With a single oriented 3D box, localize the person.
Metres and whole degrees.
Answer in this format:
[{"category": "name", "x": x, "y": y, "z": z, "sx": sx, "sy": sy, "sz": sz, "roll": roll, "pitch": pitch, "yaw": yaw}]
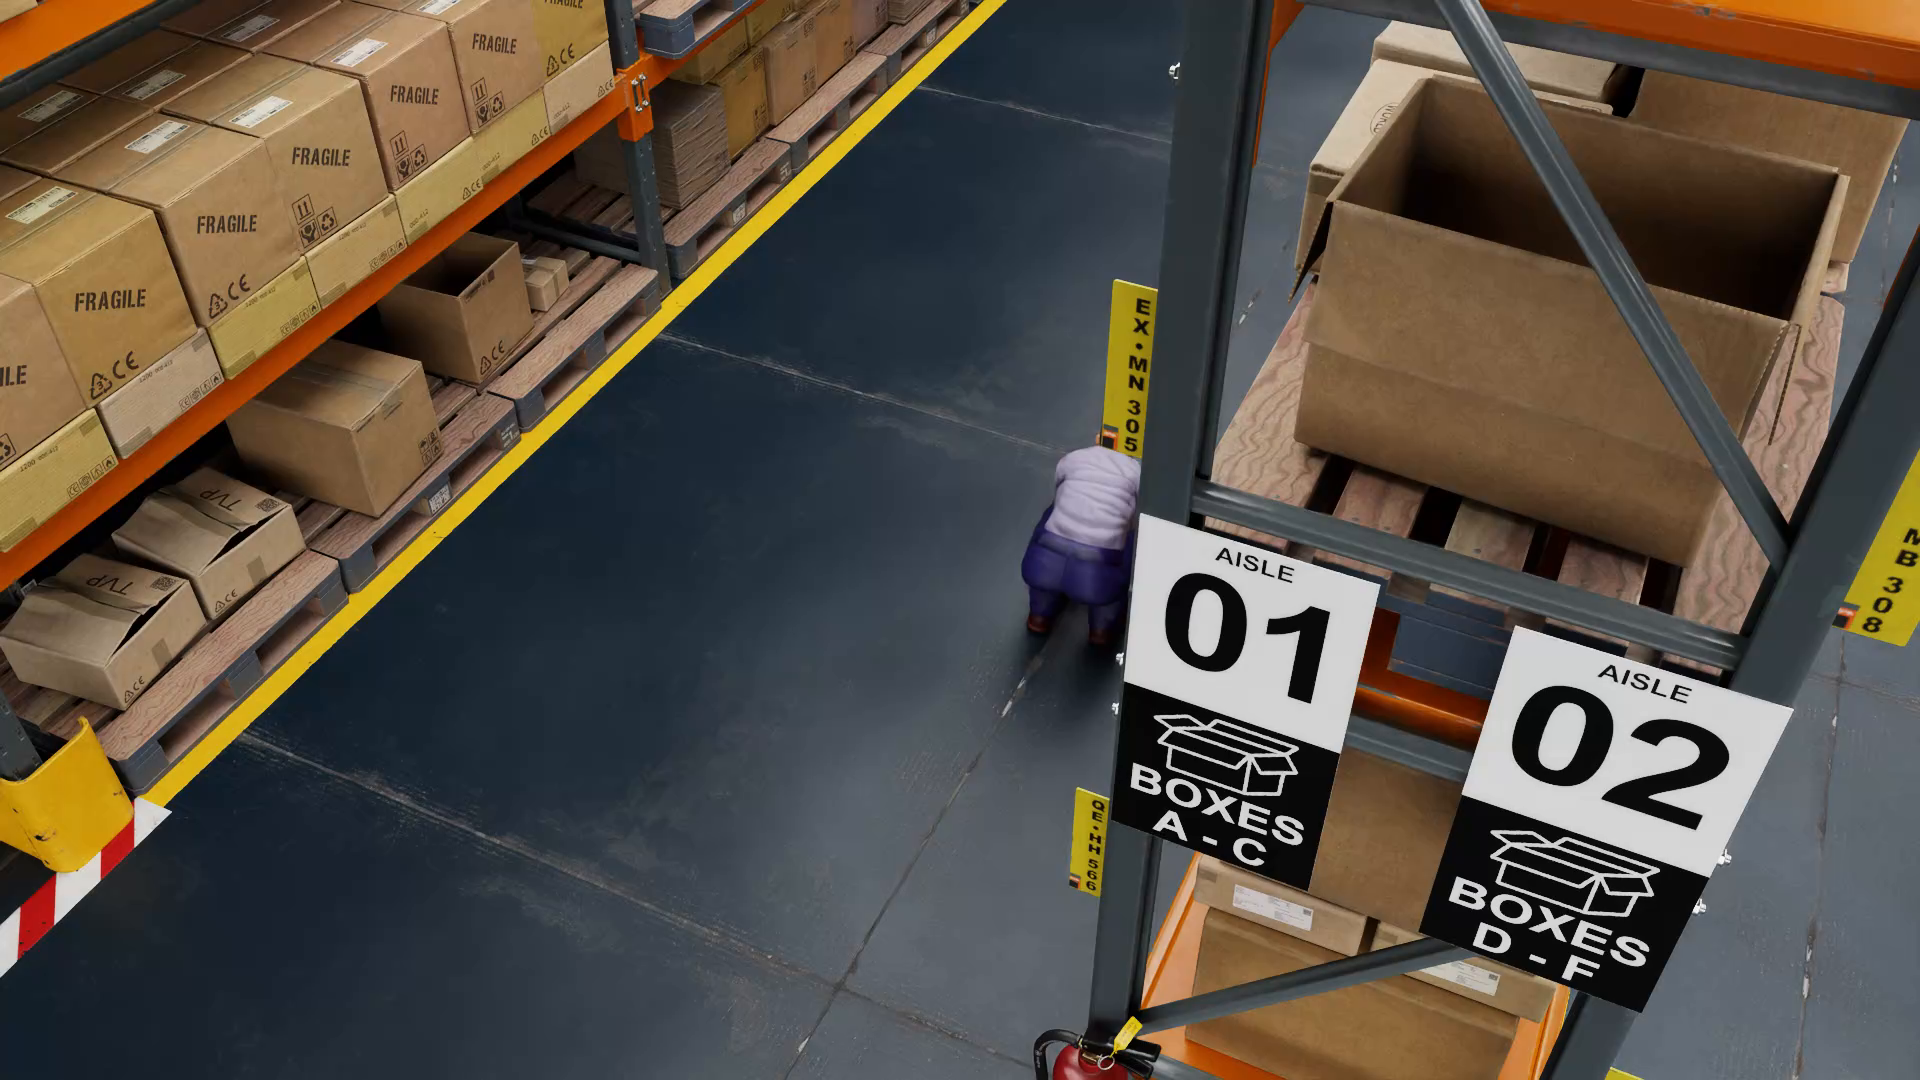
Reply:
[{"category": "person", "x": 0.551, "y": -0.008, "z": 6.876, "sx": 0.503, "sy": 0.752, "sz": 0.879, "roll": 17, "pitch": 45, "yaw": 18}]
